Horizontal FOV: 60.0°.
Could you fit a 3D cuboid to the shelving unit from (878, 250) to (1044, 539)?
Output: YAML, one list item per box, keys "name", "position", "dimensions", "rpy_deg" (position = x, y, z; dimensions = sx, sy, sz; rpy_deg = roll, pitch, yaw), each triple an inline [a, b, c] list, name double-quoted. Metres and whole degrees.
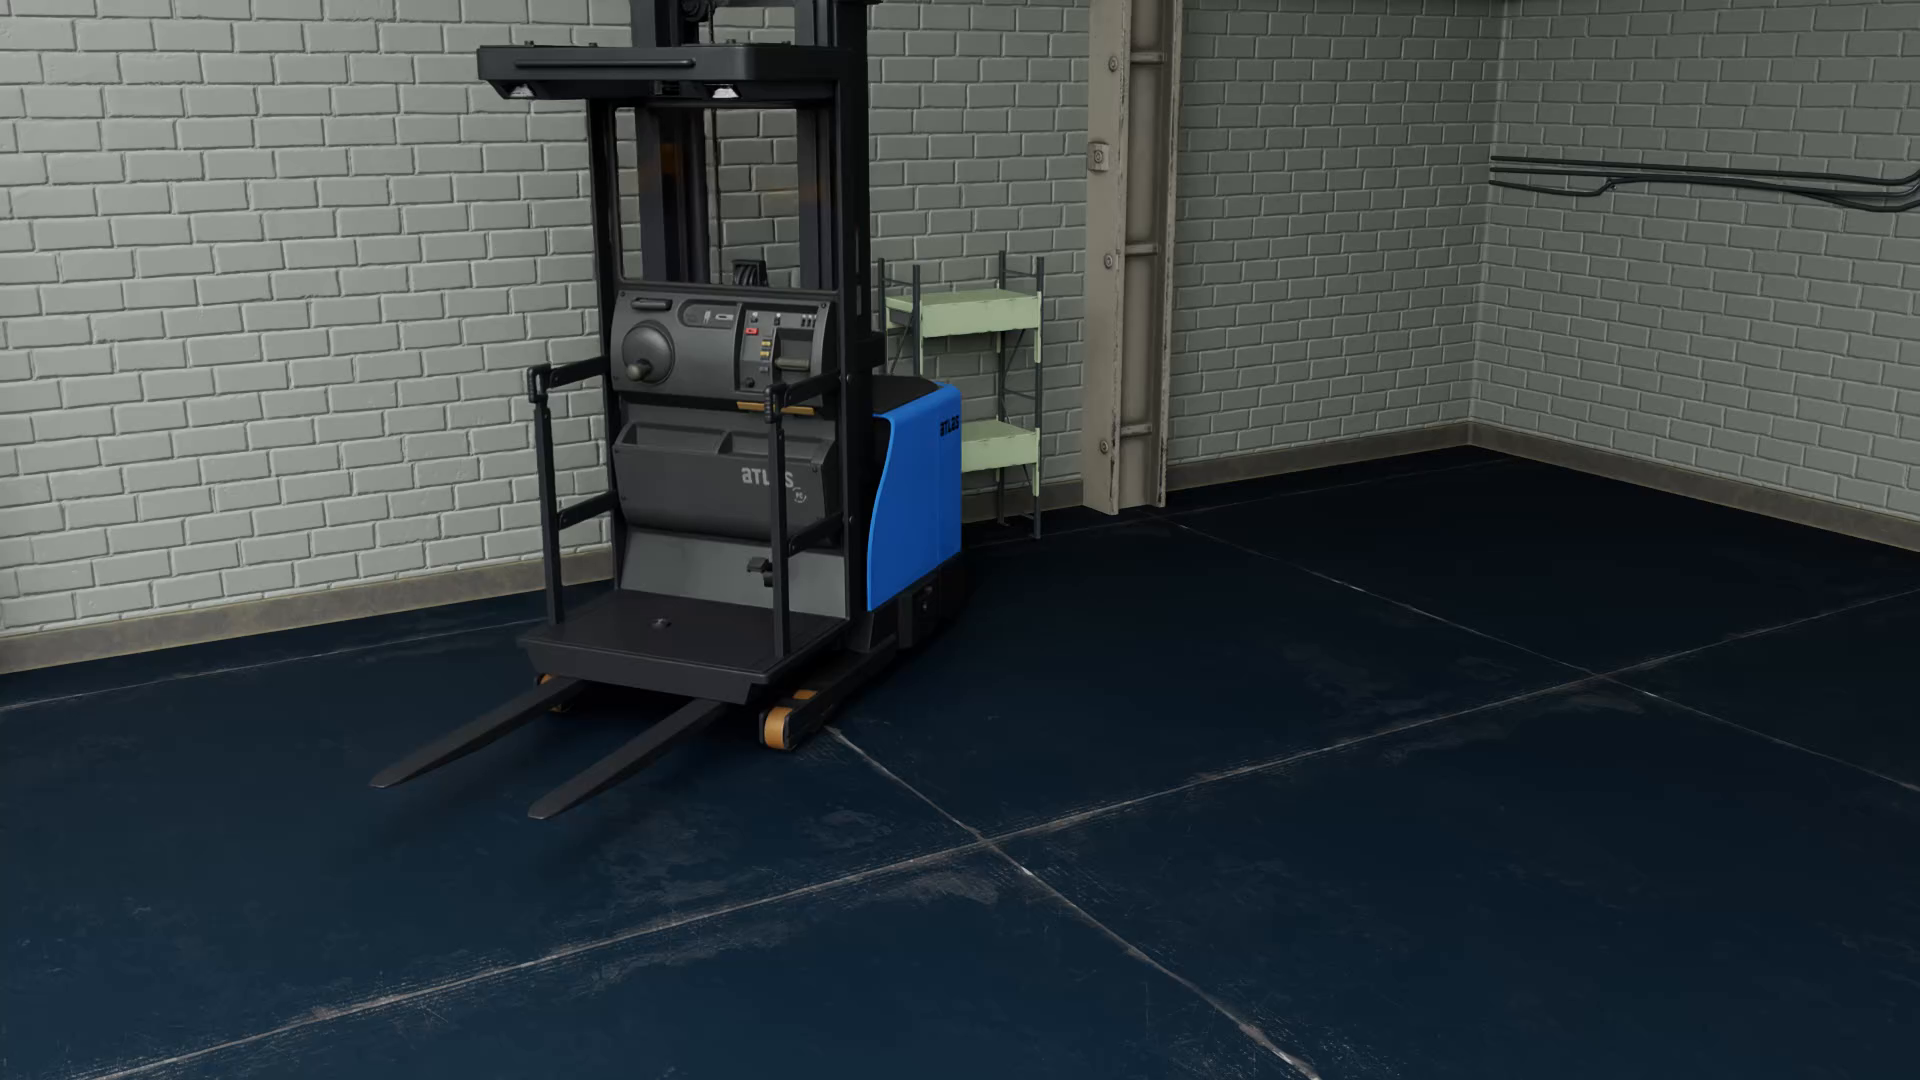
- name: "shelving unit"
  position: [0.006, -0.723, 8.711]
  dimensions: [0.755, 1.500, 0.431]
  rpy_deg: [-9, 18, -30]

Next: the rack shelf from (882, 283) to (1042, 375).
- name: "rack shelf"
  position: [0.006, -1.099, 8.605]
  dimensions: [0.720, 0.370, 0.431]
  rpy_deg: [-9, 18, -30]

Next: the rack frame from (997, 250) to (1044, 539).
- name: "rack frame"
  position: [0.319, -0.774, 8.892]
  dimensions: [0.023, 1.500, 0.400]
  rpy_deg: [-9, 18, -30]

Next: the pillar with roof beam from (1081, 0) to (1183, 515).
- name: "pillar with roof beam"
  position: [3.161, -3.541, 4.869]
  dimensions: [0.400, 9.000, 9.100]
  rpy_deg: [-9, 18, -30]

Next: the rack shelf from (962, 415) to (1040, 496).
- name: "rack shelf"
  position: [0.006, -0.409, 8.799]
  dimensions: [0.720, 0.370, 0.431]
  rpy_deg: [-9, 18, -30]

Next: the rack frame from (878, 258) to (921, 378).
- name: "rack frame"
  position: [-0.308, -0.672, 8.529]
  dimensions: [0.023, 1.500, 0.400]
  rpy_deg: [-9, 18, -30]

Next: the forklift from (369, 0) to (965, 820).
- name: "forklift"
  position: [-1.005, -0.761, 6.194]
  dimensions: [1.130, 2.935, 3.031]
  rpy_deg: [6, 17, 21]

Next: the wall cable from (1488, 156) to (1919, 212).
- name: "wall cable"
  position: [4.150, -3.145, 9.211]
  dimensions: [0.112, 2.526, 3.097]
  rpy_deg: [-9, 18, -30]
